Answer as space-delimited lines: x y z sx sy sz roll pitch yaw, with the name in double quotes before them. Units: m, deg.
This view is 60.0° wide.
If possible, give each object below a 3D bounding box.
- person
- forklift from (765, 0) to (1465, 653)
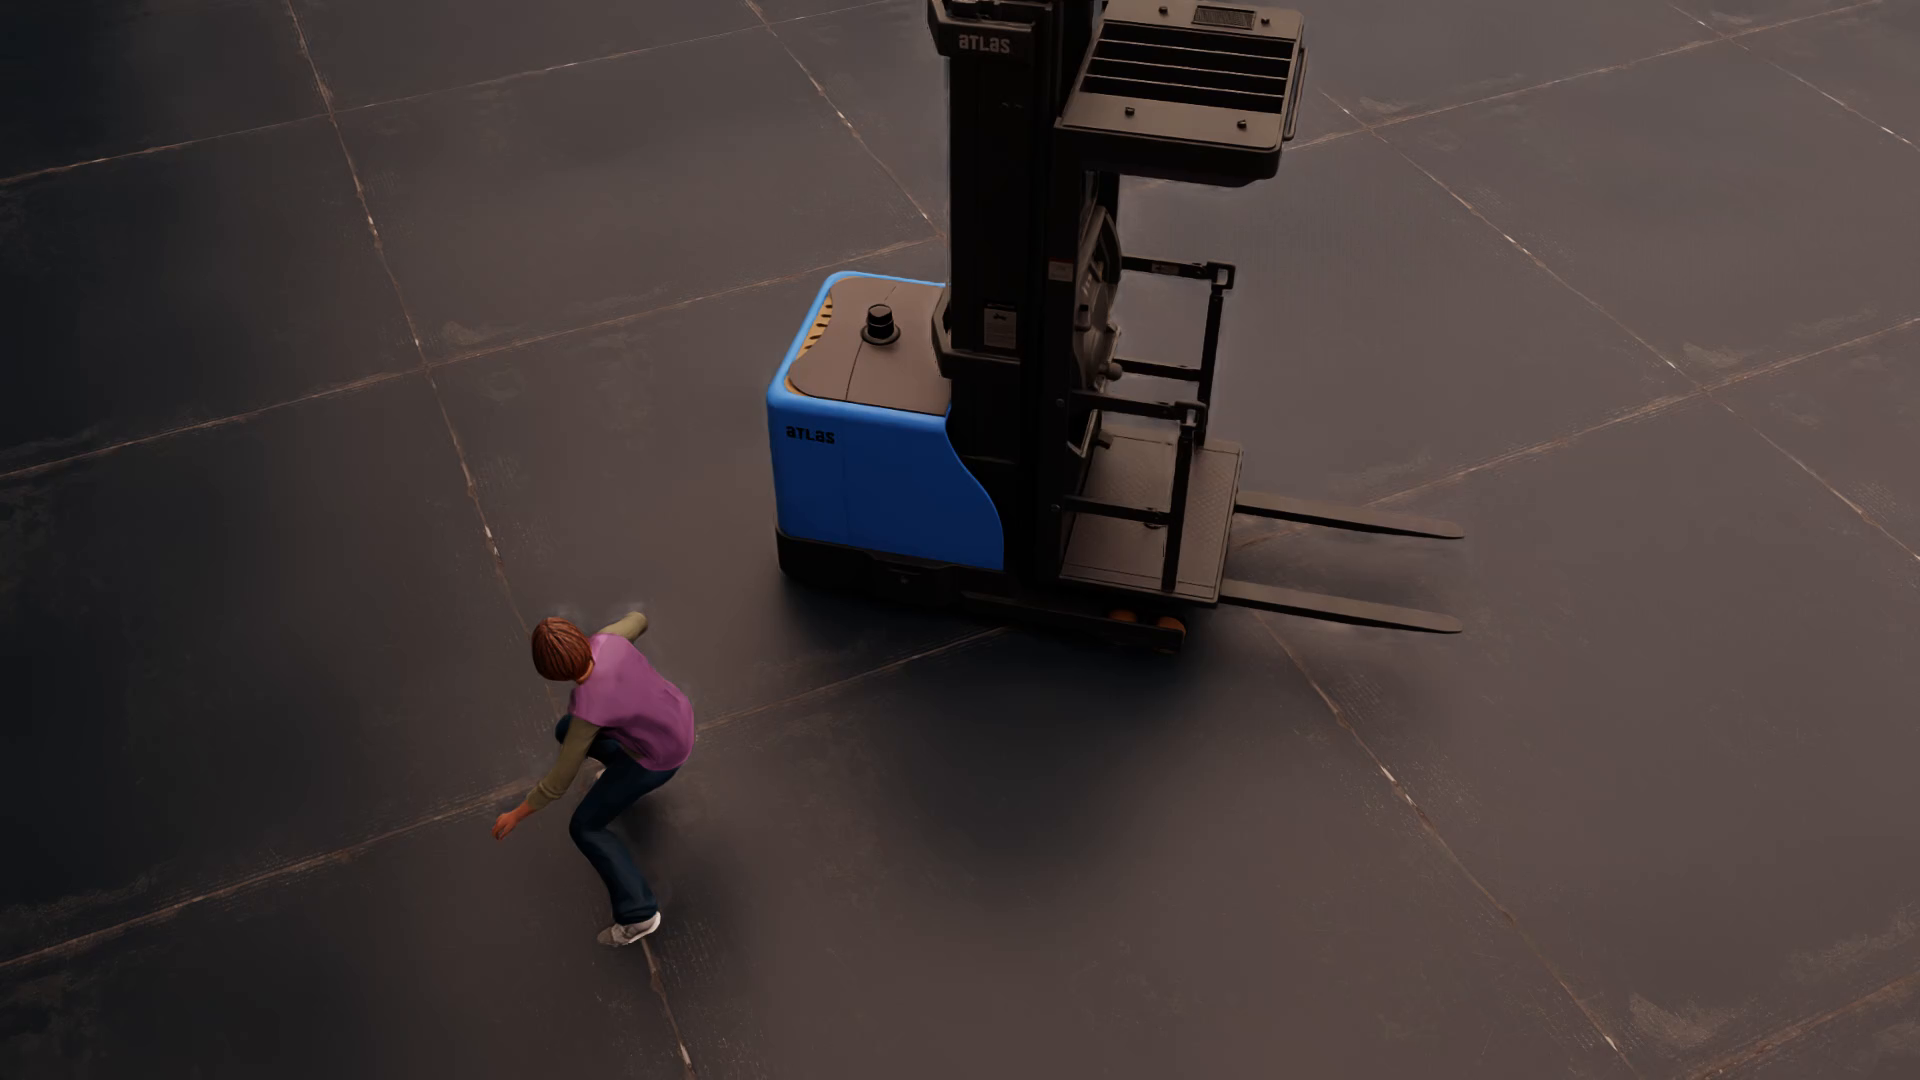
"person" -1.323 0.784 6.048 0.696 1.367 0.781 -1 43 -1
"forklift" 0.743 -0.976 6.726 3.031 2.935 1.130 9 44 10
